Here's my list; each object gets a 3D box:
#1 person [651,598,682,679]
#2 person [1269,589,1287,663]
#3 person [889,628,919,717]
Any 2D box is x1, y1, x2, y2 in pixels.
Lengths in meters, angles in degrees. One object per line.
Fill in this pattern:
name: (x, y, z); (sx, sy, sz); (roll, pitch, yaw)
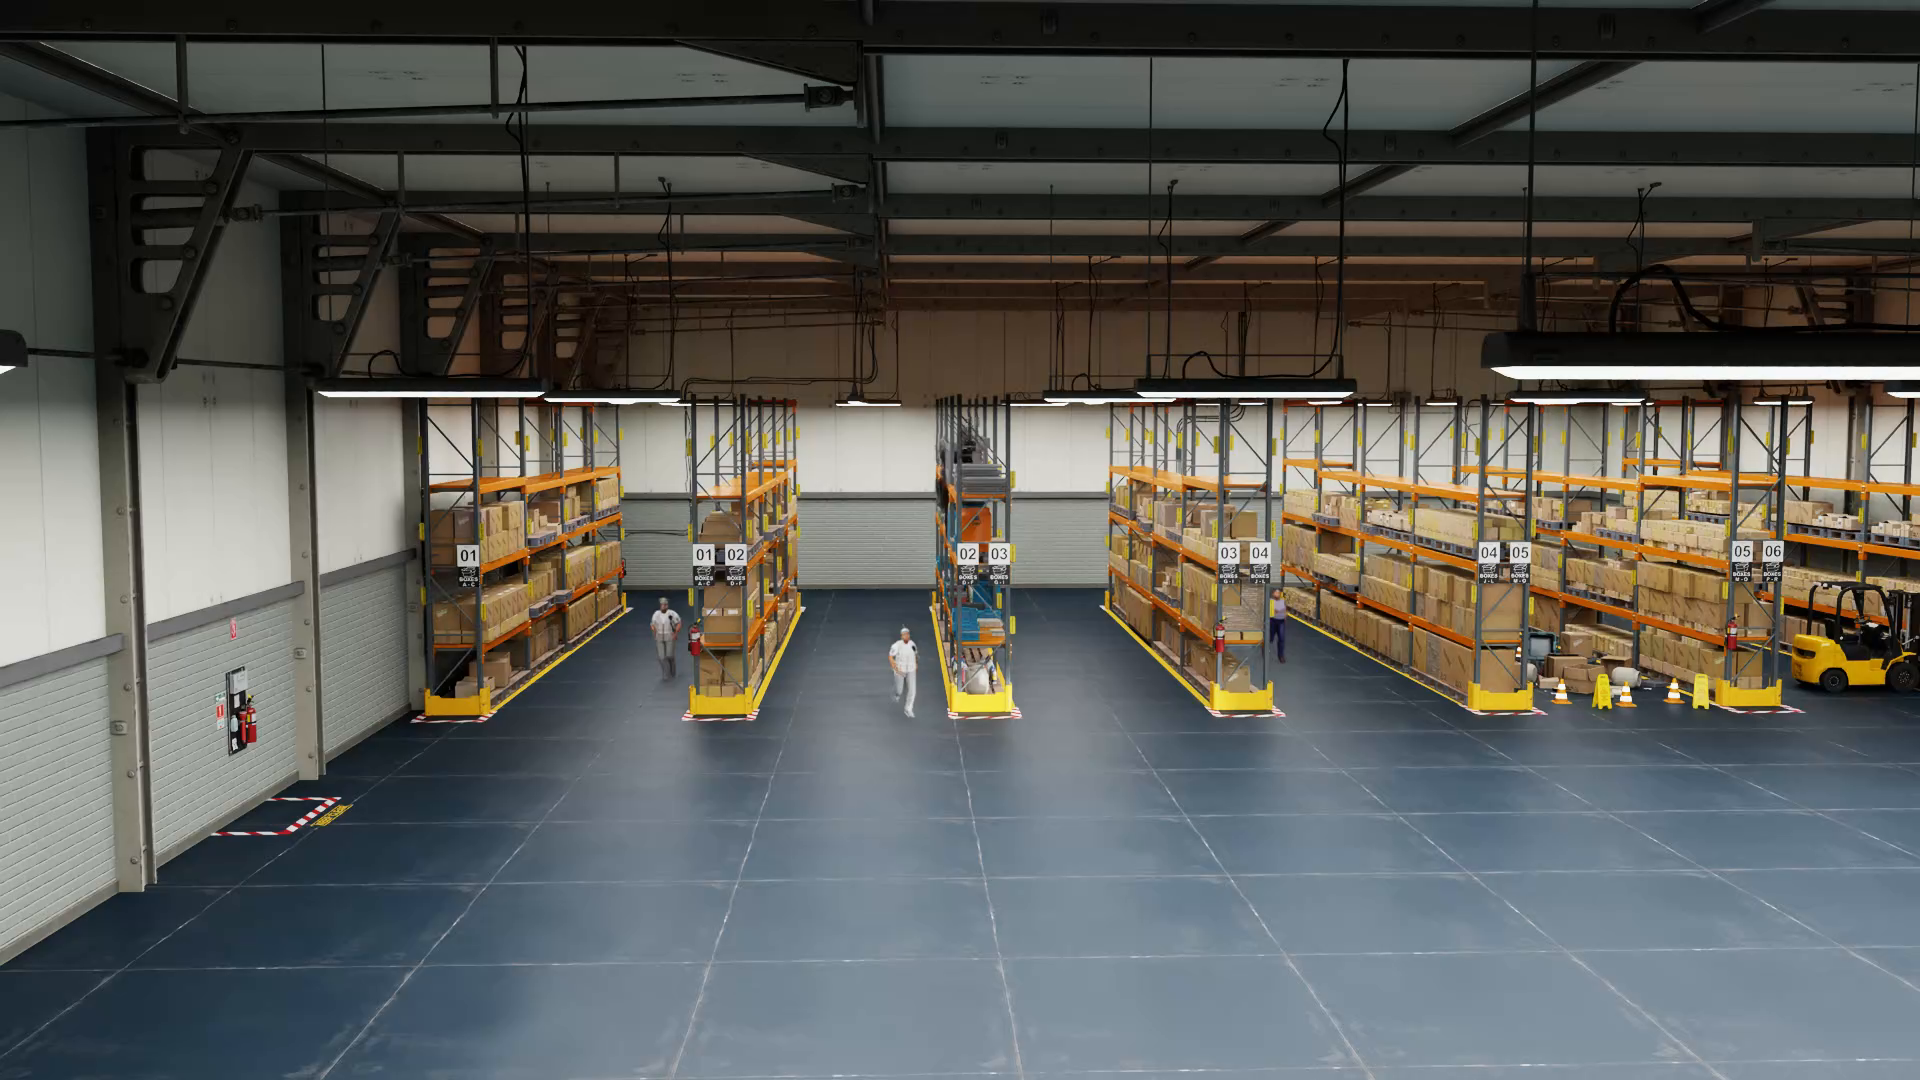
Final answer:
person: (-6.231, 2.083, 35.128); (0.638, 1.737, 0.586); (0, 4, 0)
person: (7.151, 1.915, 37.714); (0.637, 1.638, 0.907); (-1, 5, -14)
person: (-1.040, 2.475, 31.276); (0.605, 1.642, 0.812); (-1, 5, -15)
